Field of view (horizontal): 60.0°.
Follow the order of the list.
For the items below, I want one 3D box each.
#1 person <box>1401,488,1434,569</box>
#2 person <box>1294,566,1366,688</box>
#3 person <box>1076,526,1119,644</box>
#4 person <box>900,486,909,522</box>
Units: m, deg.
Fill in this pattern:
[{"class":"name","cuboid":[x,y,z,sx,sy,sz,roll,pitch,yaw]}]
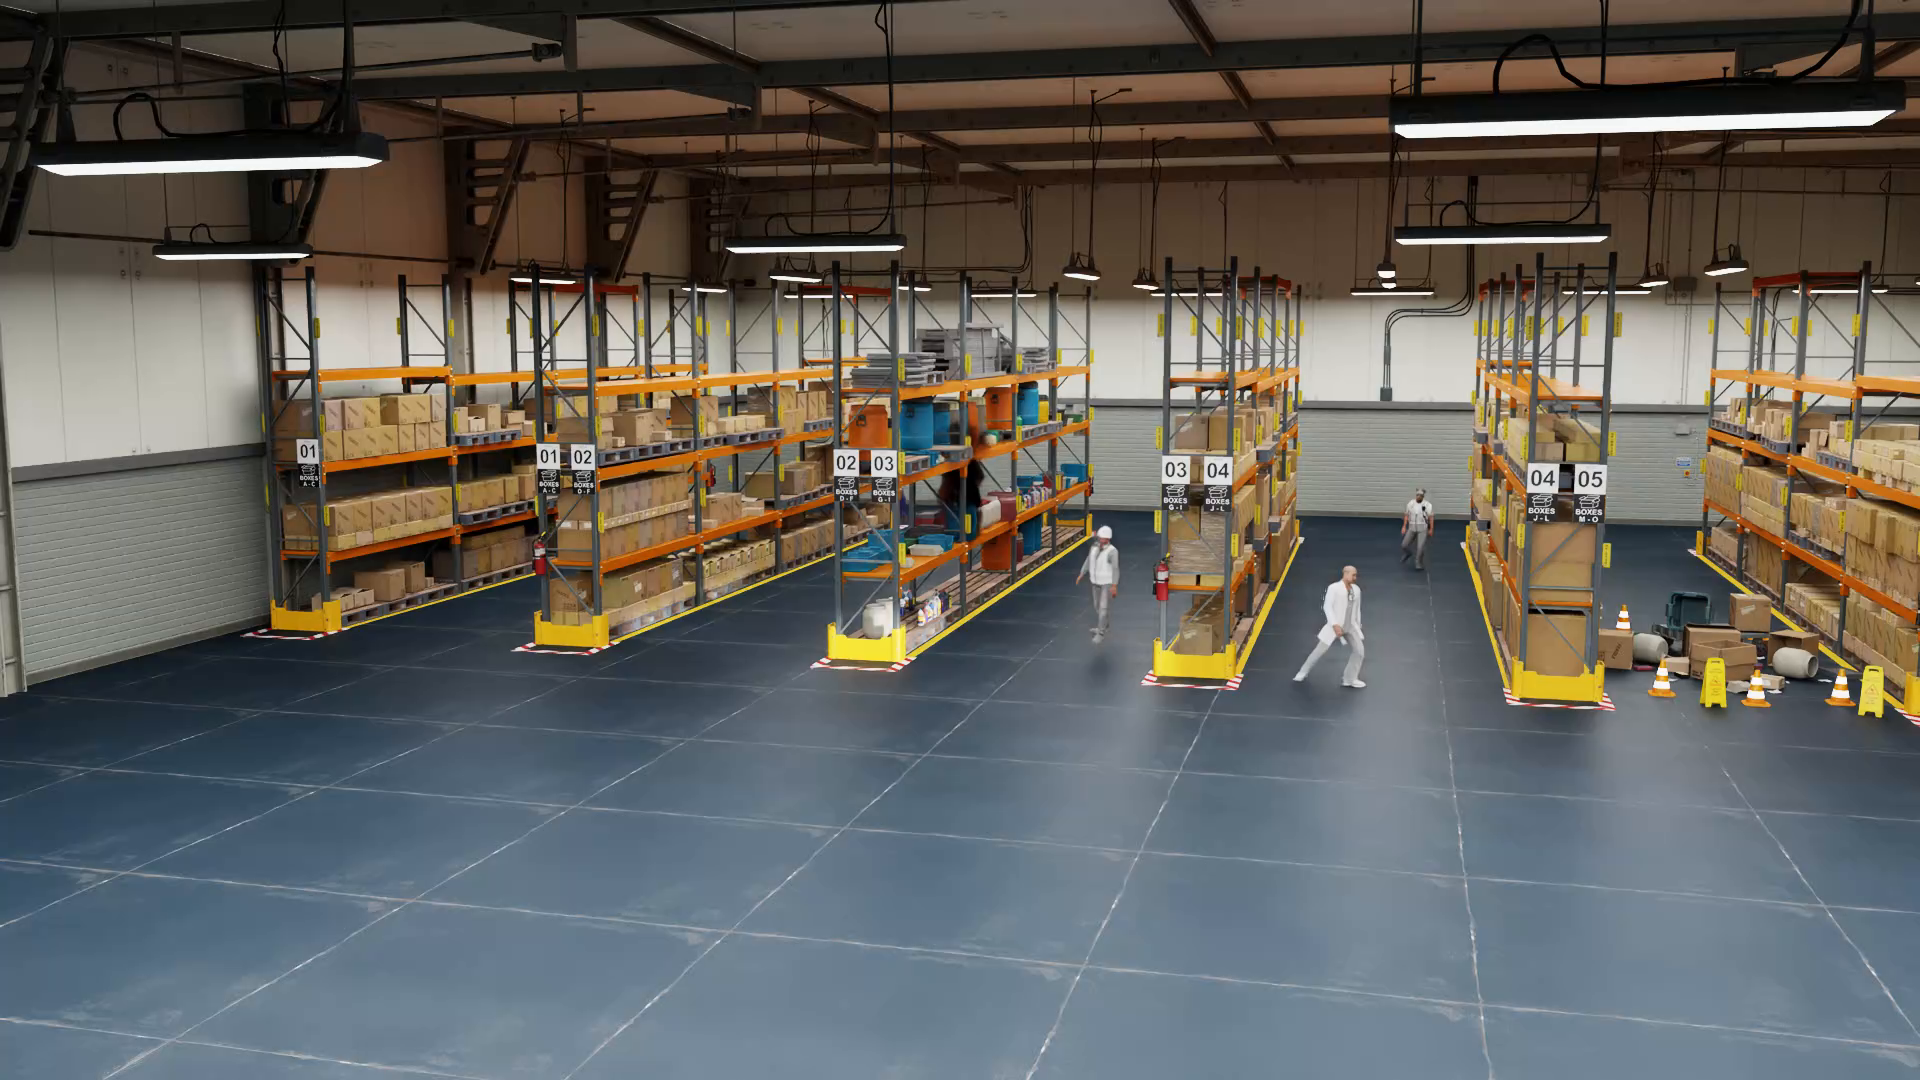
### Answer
[{"class":"person","cuboid":[9.572,-0.259,34.781,0.778,1.705,0.631,4,8,30]},{"class":"person","cuboid":[5.205,1.199,23.341,0.908,1.708,0.777,-3,8,-20]},{"class":"person","cuboid":[2.125,0.650,25.579,0.767,1.761,0.744,-7,10,-42]},{"class":"person","cuboid":[-1.745,-1.331,43.395,0.885,1.687,0.598,7,10,43]}]
